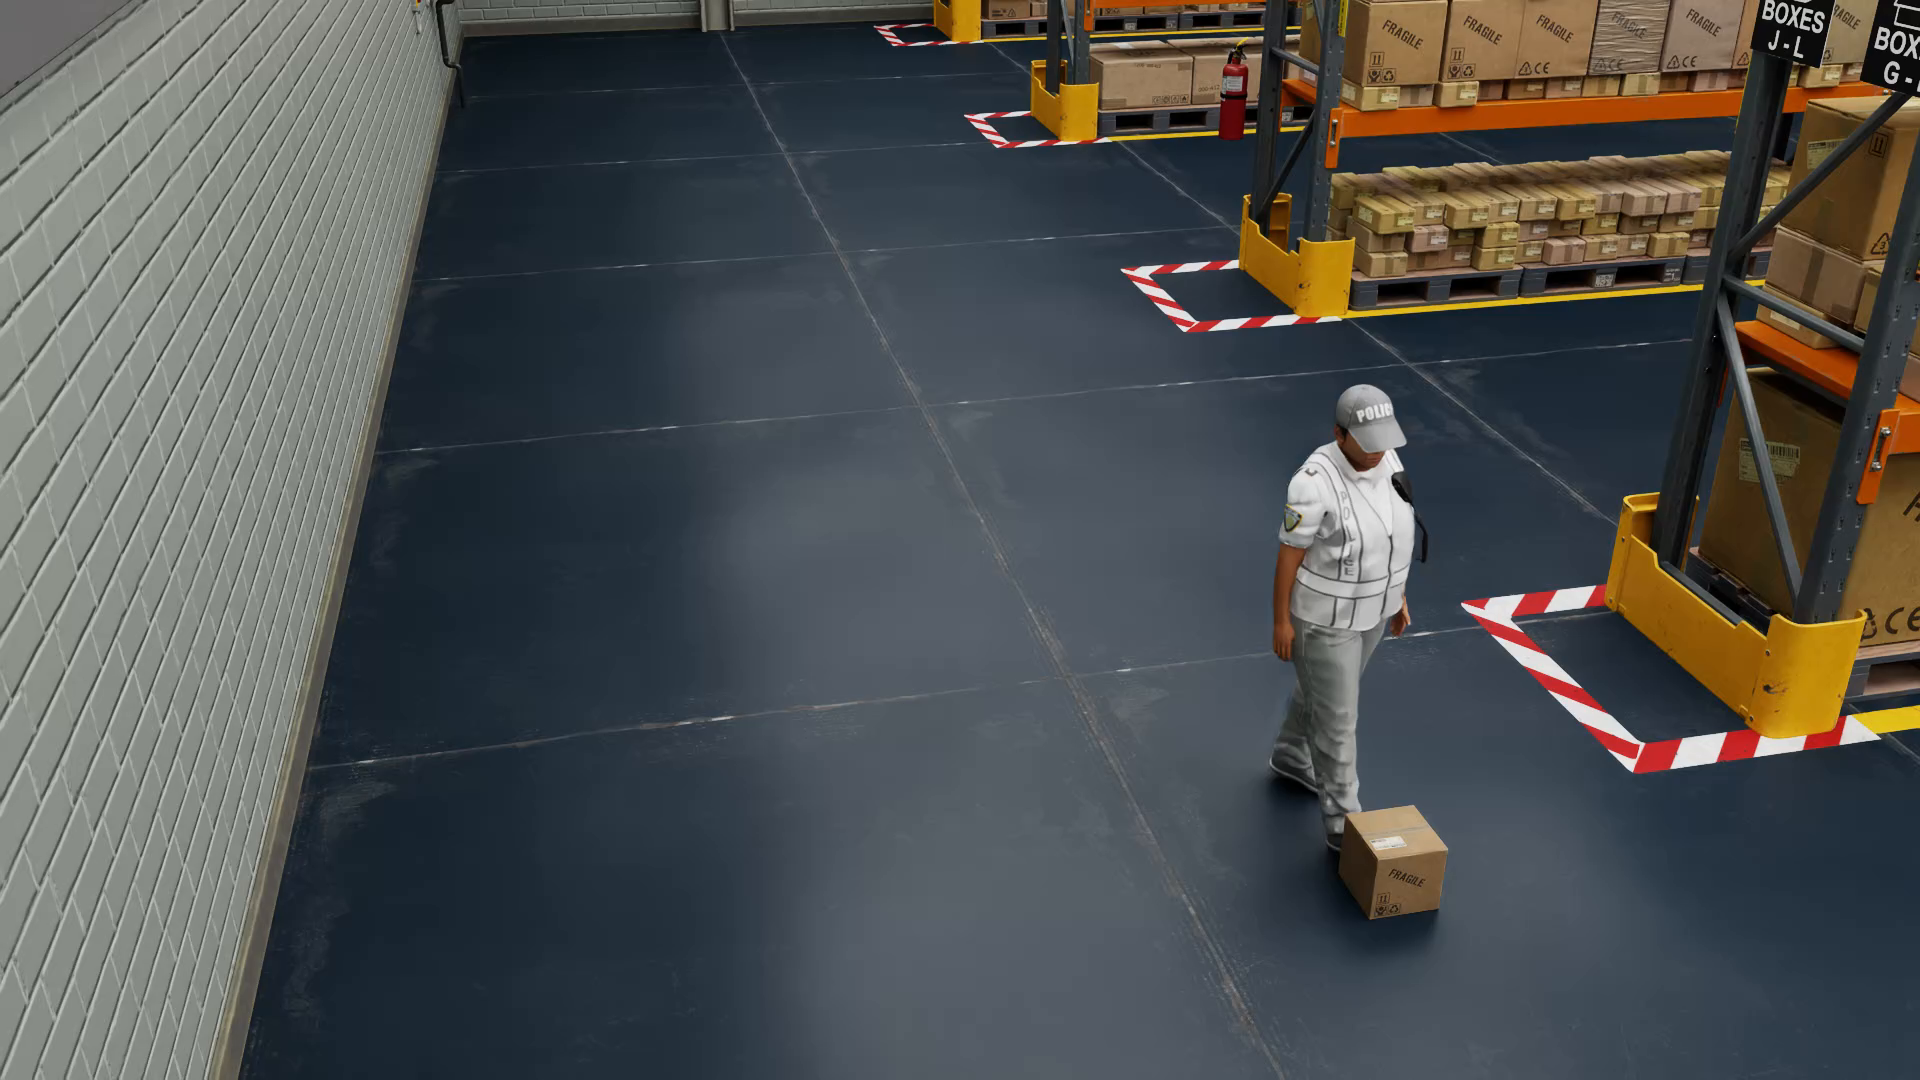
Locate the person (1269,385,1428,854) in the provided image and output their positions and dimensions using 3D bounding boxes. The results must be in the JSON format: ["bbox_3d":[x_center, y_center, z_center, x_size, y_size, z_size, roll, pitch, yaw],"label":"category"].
[{"bbox_3d":[1.351,0.262,5.581,0.499,1.651,0.716,-20,33,-34],"label":"person"}]
